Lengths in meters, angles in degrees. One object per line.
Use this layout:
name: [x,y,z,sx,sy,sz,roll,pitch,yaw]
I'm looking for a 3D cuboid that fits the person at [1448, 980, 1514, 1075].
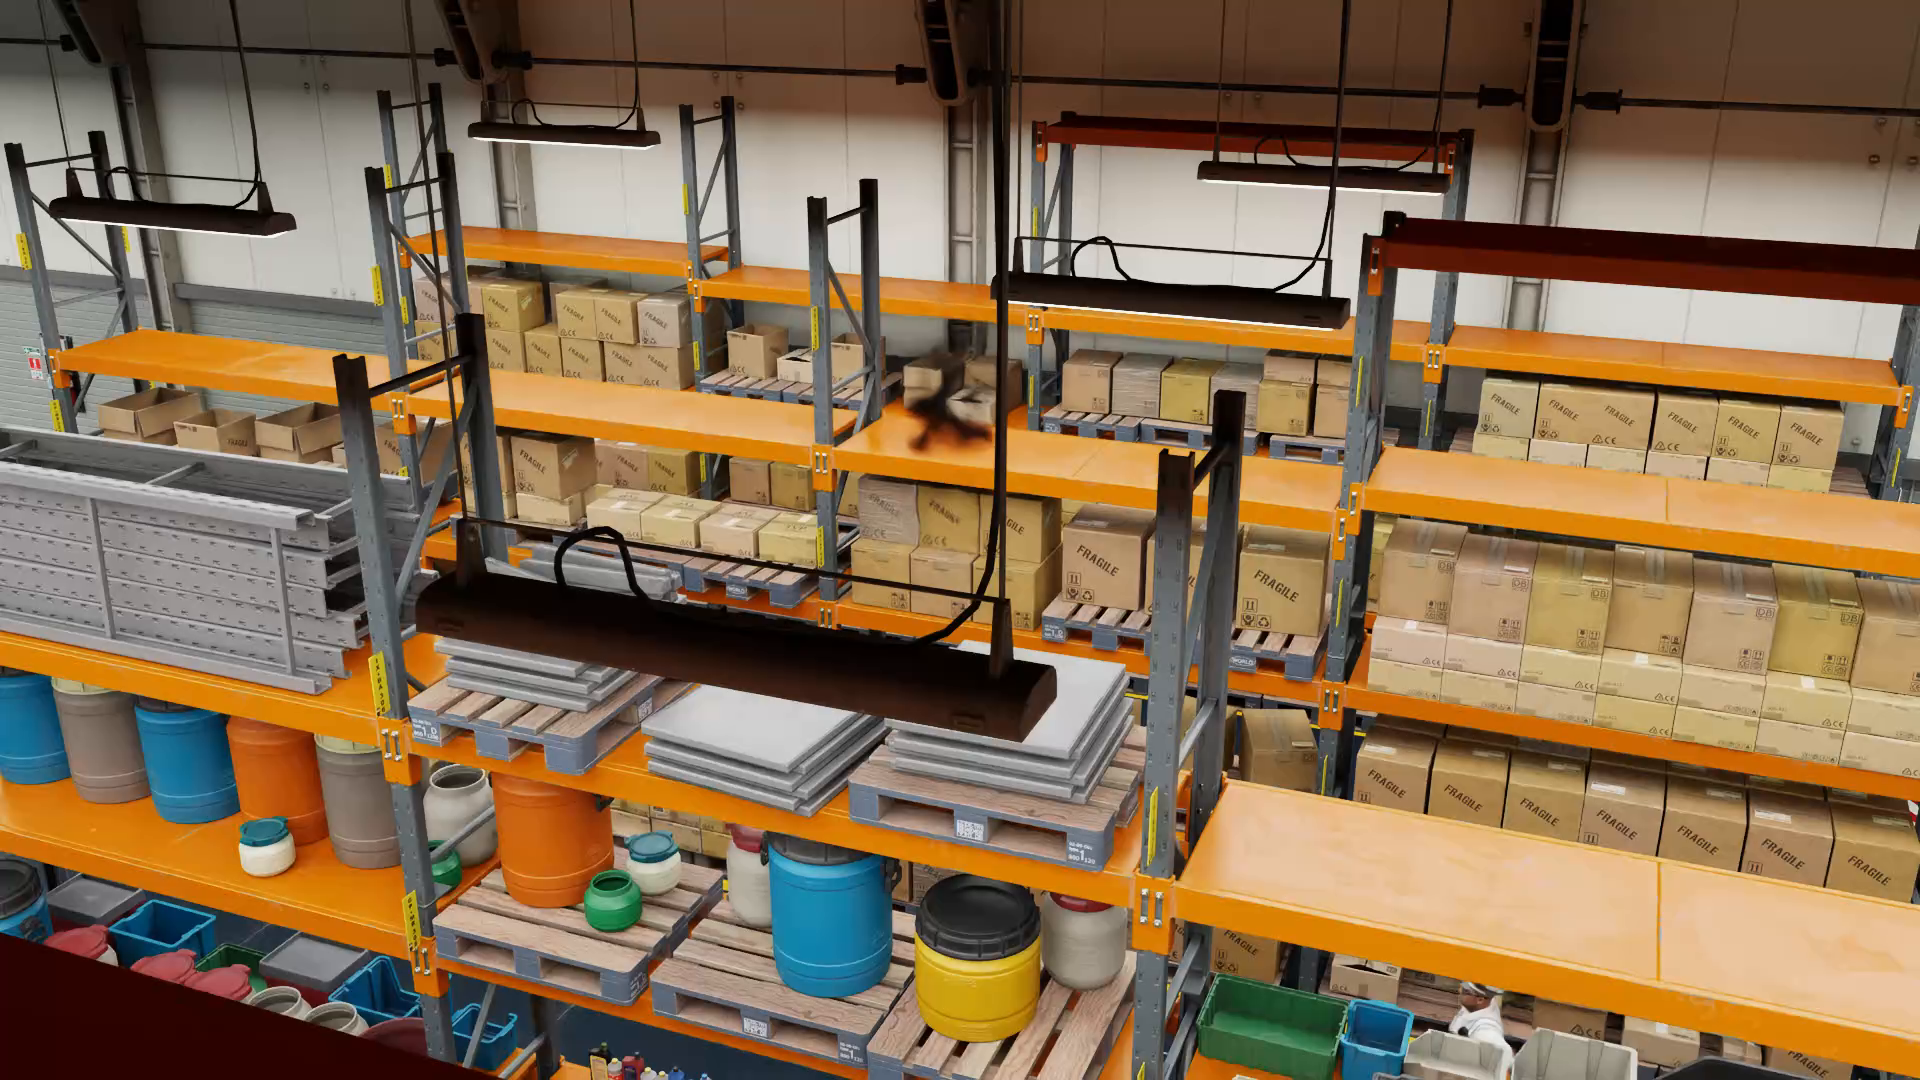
person: [3.258,3.508,10.741,0.661,1.729,0.648,5,21,13]
